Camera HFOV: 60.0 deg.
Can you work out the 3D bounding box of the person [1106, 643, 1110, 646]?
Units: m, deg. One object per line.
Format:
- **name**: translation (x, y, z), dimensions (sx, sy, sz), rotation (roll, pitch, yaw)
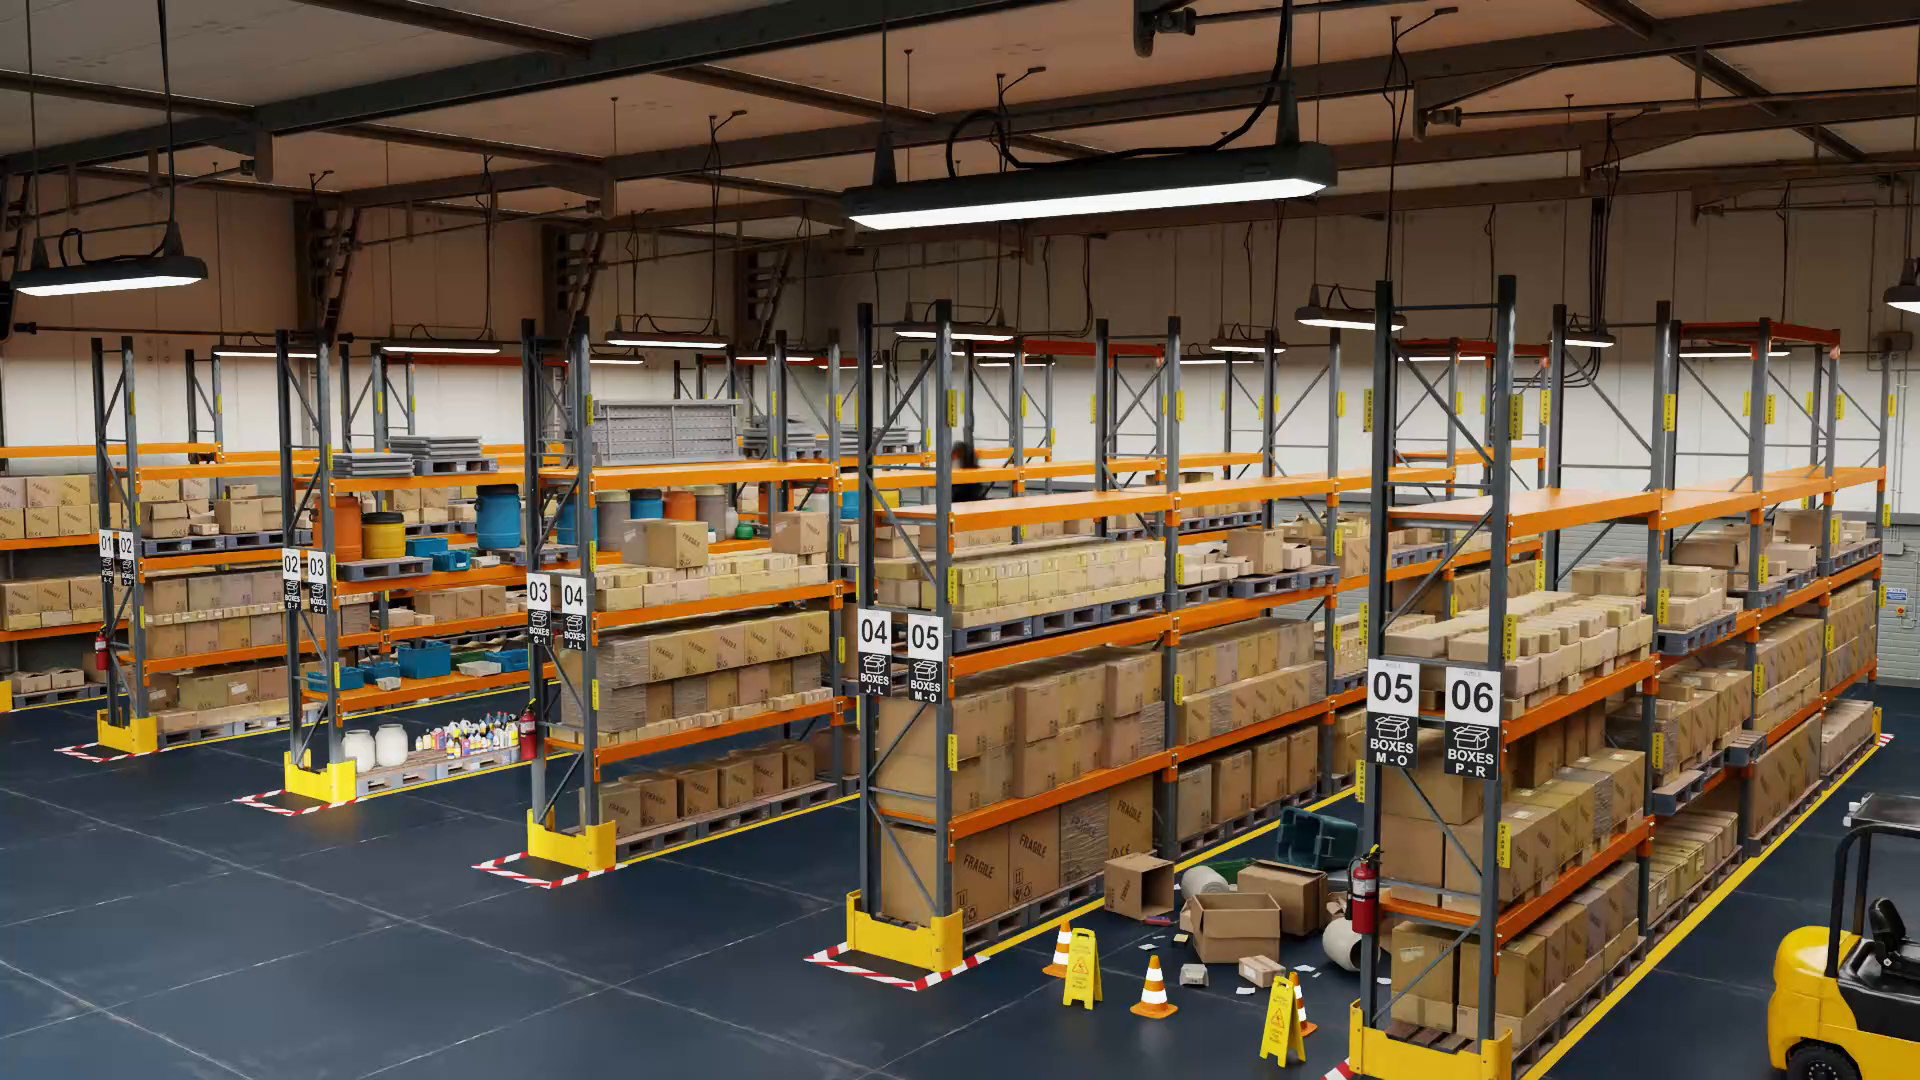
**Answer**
- **person**: translation (1.811, 1.950, 23.224), dimensions (0.649, 1.862, 0.775), rotation (3, 6, 29)
